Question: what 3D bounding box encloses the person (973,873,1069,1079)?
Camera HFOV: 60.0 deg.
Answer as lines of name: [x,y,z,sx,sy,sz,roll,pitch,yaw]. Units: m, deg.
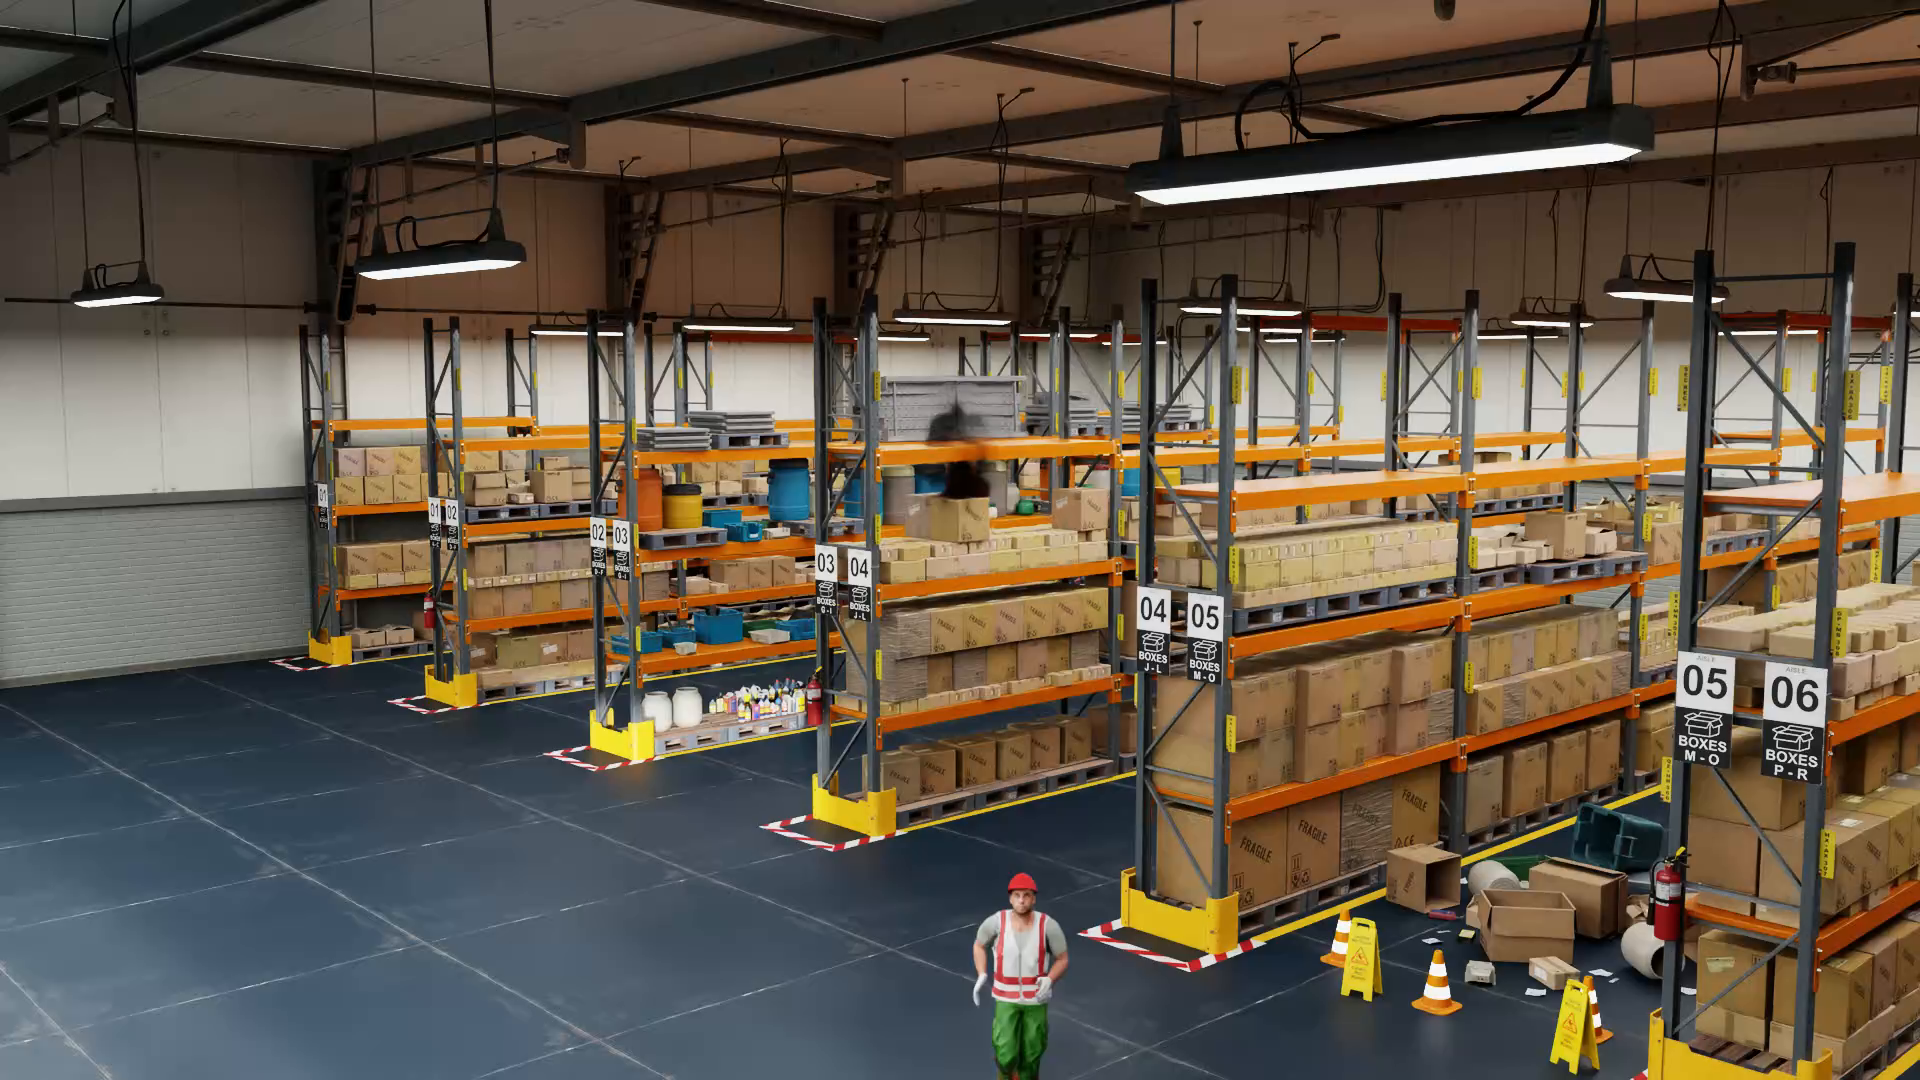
person: [0.418,3.156,11.391,0.664,1.744,0.583,0,6,2]
